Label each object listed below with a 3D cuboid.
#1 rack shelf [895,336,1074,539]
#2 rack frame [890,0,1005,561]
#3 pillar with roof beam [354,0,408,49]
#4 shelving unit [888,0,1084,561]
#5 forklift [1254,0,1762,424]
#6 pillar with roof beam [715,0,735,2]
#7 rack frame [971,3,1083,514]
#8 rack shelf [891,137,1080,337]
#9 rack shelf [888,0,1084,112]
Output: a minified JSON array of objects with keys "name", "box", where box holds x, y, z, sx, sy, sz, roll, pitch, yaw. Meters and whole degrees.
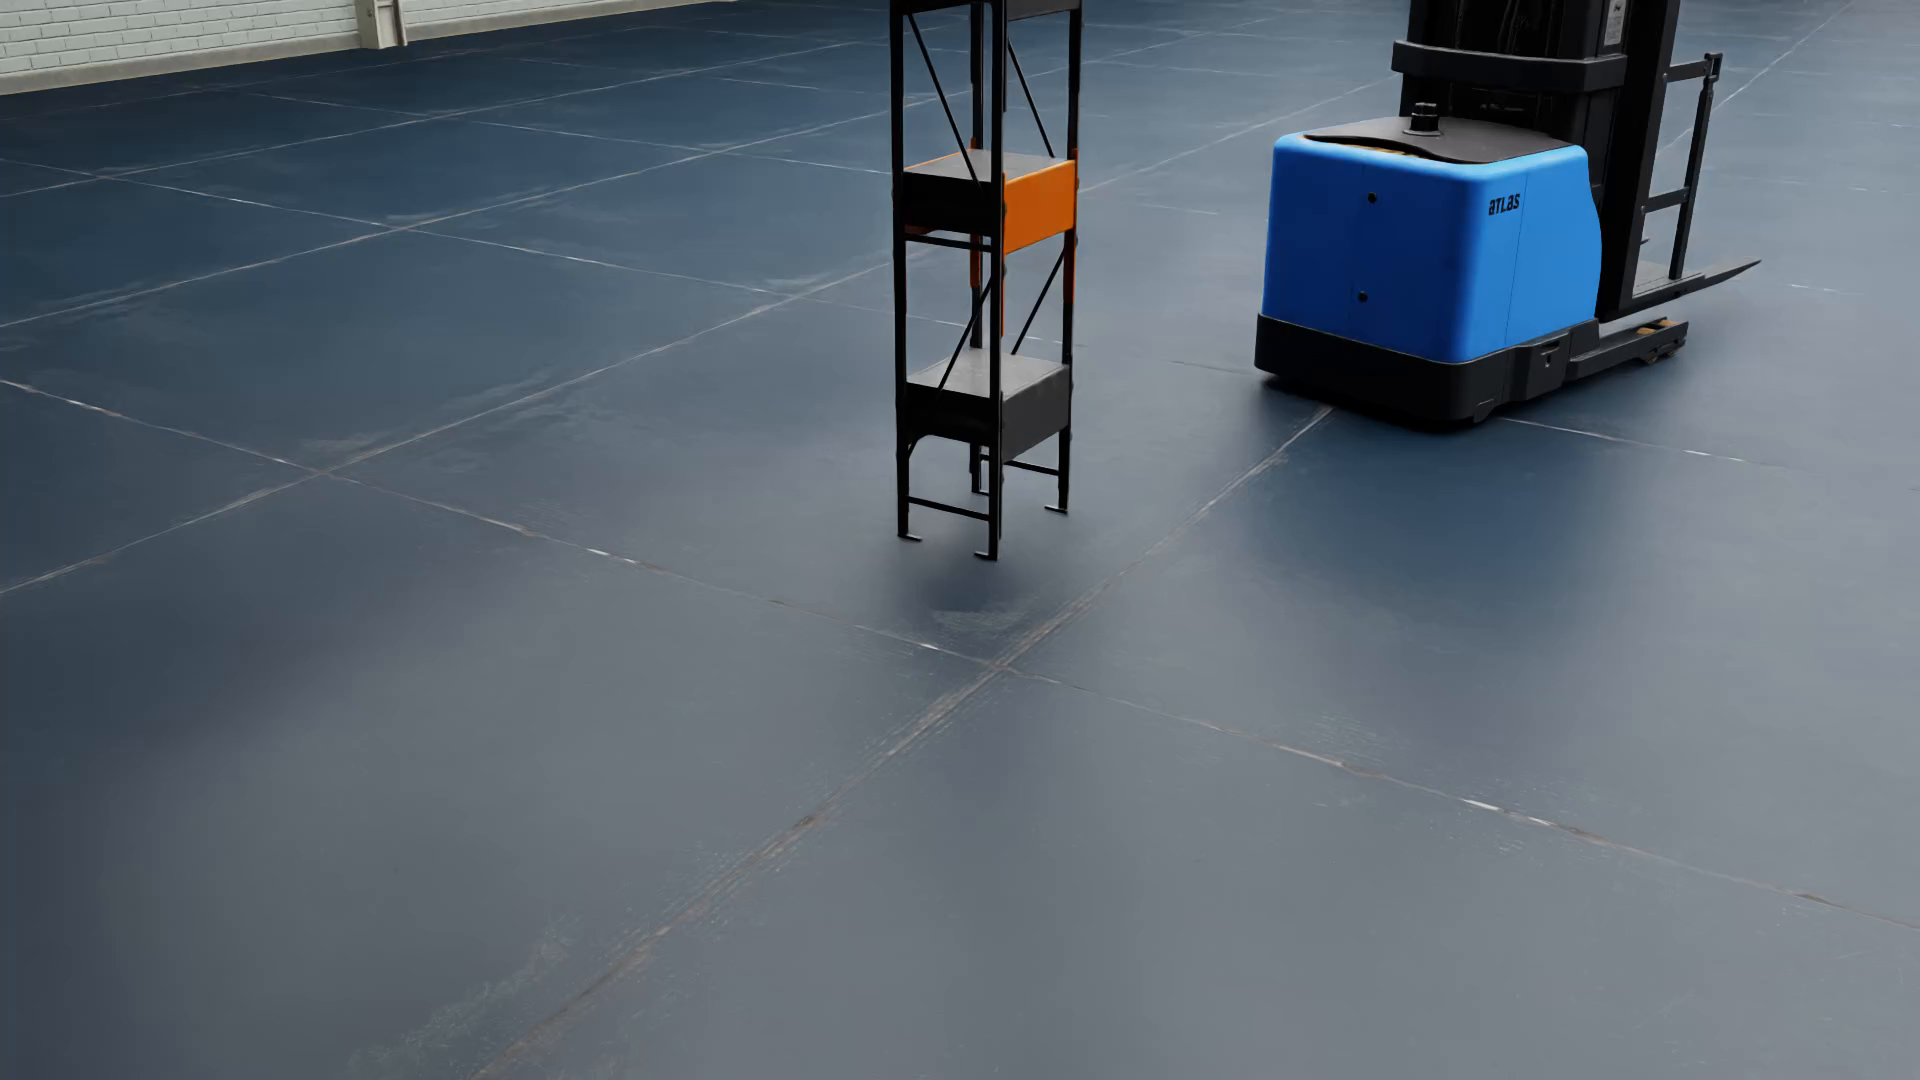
[{"name":"rack shelf","box":[0.087,-0.365,5.745,0.431,0.518,0.480,14,27,29]},{"name":"rack frame","box":[-0.041,-0.937,5.272,0.400,2.100,0.015,14,27,29]},{"name":"pillar with roof beam","box":[-2.675,-8.655,14.416,9.100,9.000,0.400,14,27,29]},{"name":"shelving unit","box":[0.087,-1.019,5.462,0.431,2.100,0.503,14,27,29]},{"name":"forklift","box":[2.745,-2.289,7.348,3.031,2.935,1.130,-19,30,-37]},{"name":"pillar with roof beam","box":[0.490,-10.680,19.094,9.100,9.000,0.400,14,27,29]},{"name":"rack frame","box":[0.216,-1.102,5.652,0.400,2.100,0.015,14,27,29]},{"name":"rack shelf","box":[0.087,-1.007,5.467,0.431,0.518,0.480,14,27,29]},{"name":"rack shelf","box":[0.087,-1.649,5.189,0.431,0.518,0.480,14,27,29]}]
